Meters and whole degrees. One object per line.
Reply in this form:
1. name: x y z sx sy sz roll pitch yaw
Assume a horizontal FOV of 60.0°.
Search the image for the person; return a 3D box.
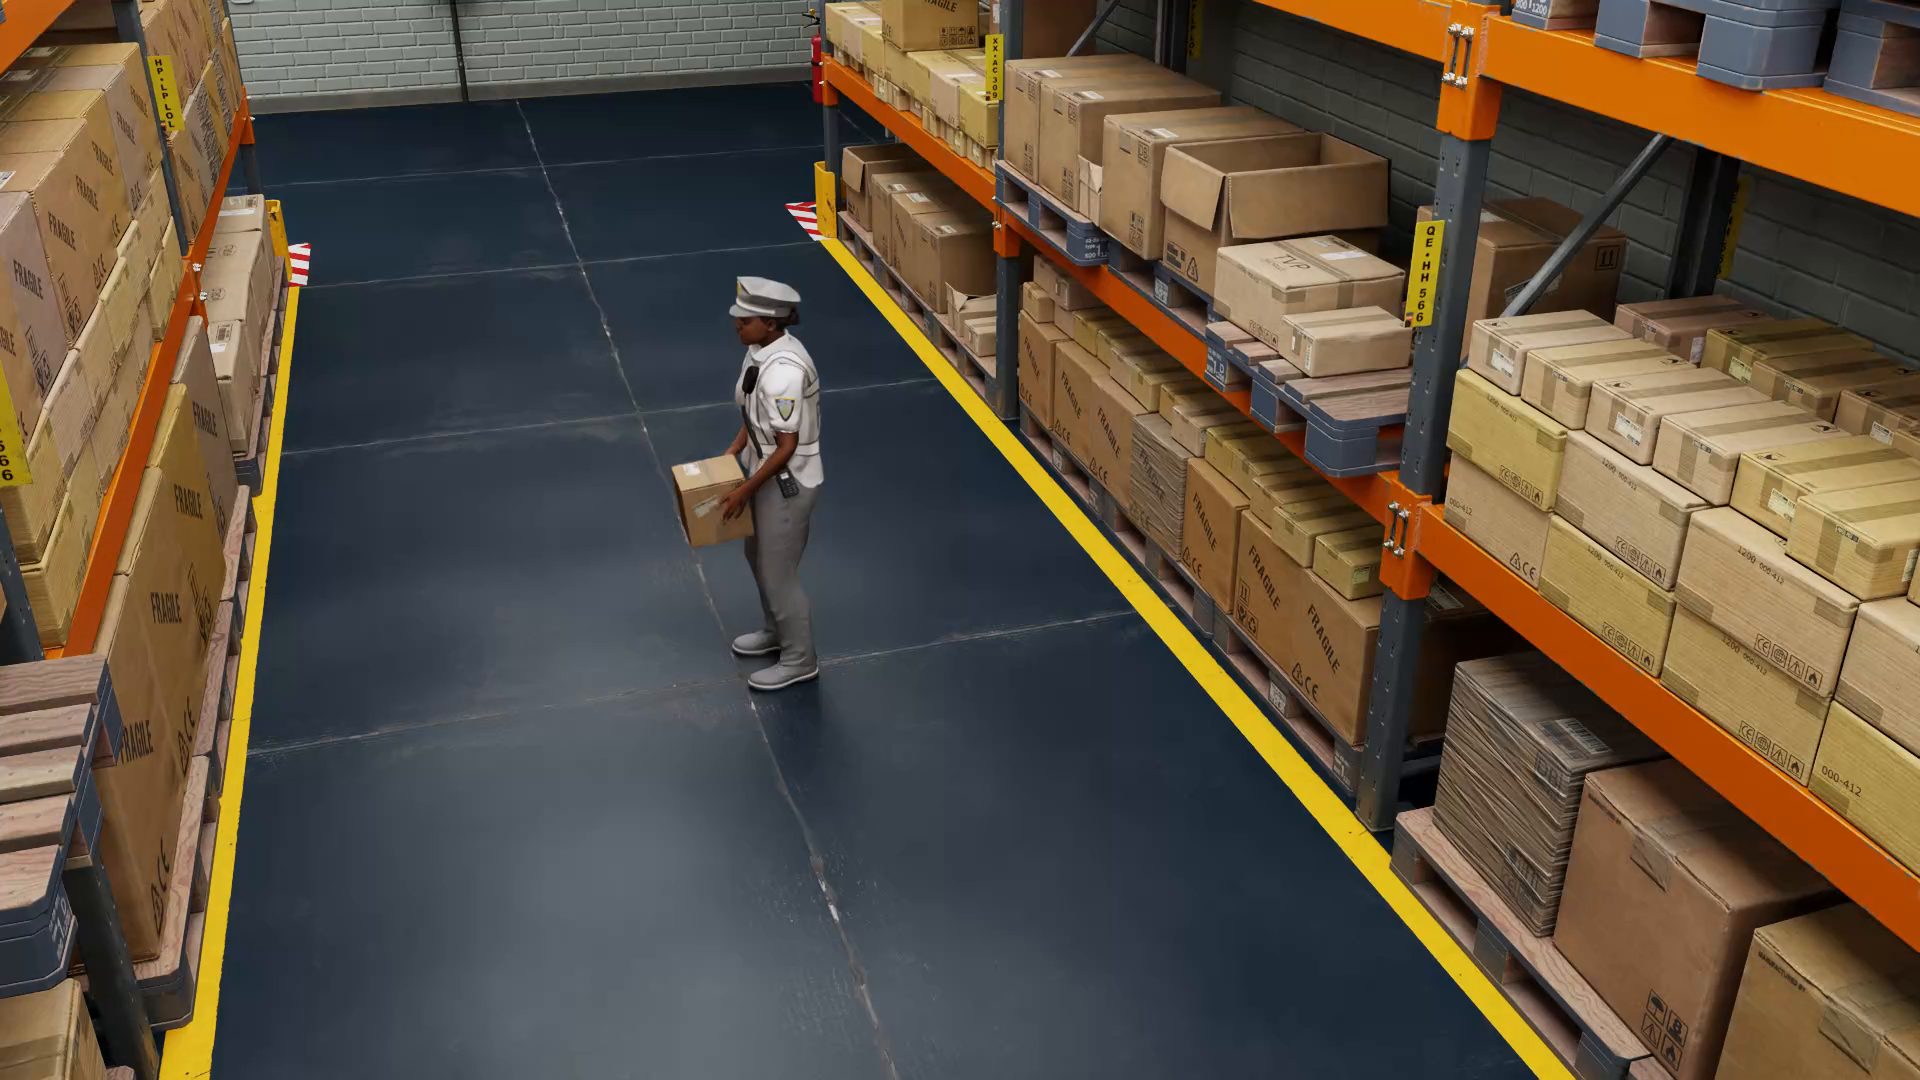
1. person: -0.758 -0.225 6.538 0.429 1.684 0.479 -8 28 -16
